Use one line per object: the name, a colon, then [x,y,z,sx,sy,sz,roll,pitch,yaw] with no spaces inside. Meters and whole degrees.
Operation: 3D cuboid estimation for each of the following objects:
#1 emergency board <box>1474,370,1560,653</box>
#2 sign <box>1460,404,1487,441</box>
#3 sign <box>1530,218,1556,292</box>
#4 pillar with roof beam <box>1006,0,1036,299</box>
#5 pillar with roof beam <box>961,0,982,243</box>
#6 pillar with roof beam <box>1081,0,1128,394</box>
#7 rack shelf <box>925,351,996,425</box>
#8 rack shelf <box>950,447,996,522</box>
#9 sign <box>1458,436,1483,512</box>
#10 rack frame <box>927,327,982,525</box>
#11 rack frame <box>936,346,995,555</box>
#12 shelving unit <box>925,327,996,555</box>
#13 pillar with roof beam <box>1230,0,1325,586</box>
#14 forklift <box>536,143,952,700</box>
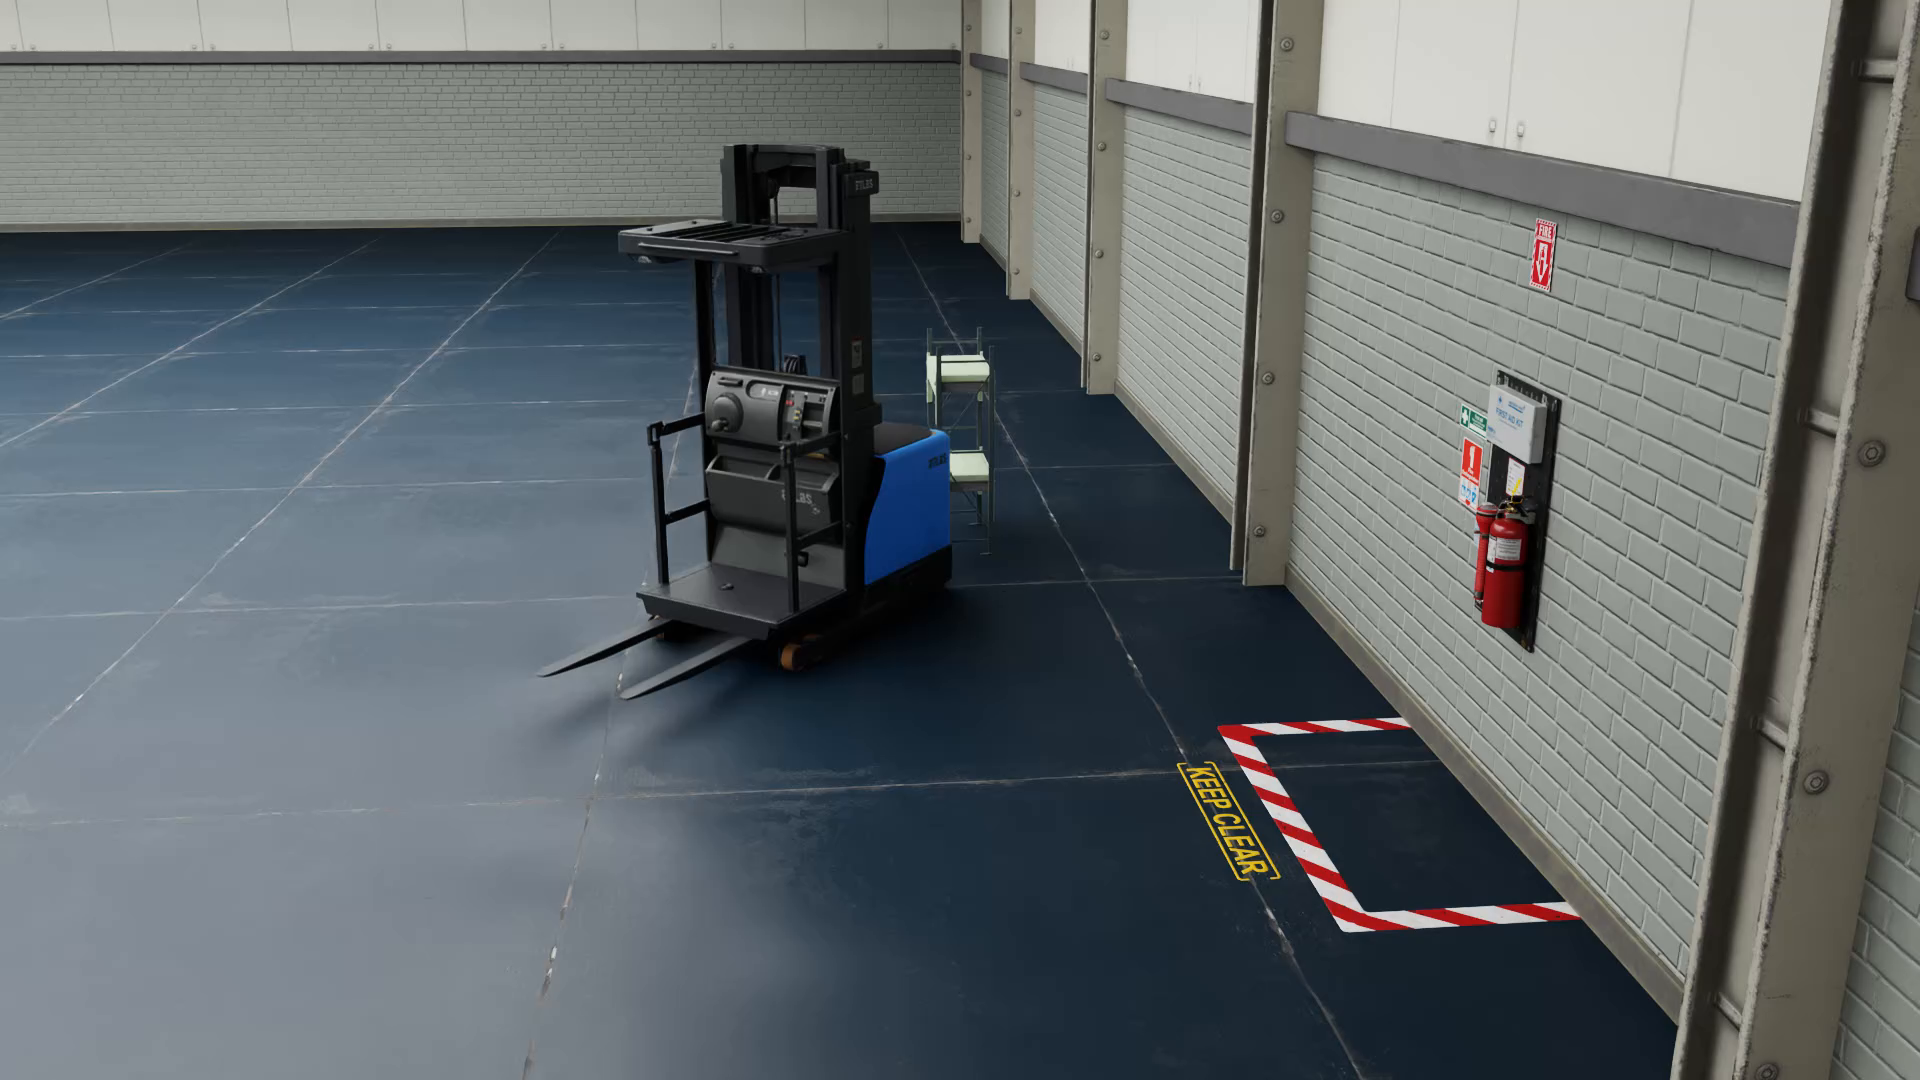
emergency board: [2.451,-0.136,7.603,0.194,1.169,0.643,-2,18,-6]
sign: [2.488,-0.572,8.048,0.001,0.109,0.331,-2,18,-6]
sign: [2.549,-1.248,7.274,0.001,0.298,0.199,-2,18,-6]
pillar with roof beam: [-3.471,-7.491,21.014,9.100,9.000,0.400,-2,18,-6]
pillar with roof beam: [-4.089,-9.279,26.708,9.100,9.000,0.400,-2,18,-6]
pillar with roof beam: [-2.852,-5.703,15.320,9.100,9.000,0.400,-2,18,-6]
rack shelf: [-0.001,-1.090,11.842,0.431,0.370,0.720,-2,18,-6]
rack shelf: [-0.001,-0.407,12.056,0.431,0.370,0.720,-2,18,-6]
sign: [2.497,-0.321,8.133,0.001,0.329,0.234,-2,18,-6]
rack frame: [-0.038,-0.827,12.306,0.400,1.500,0.023,-2,18,-6]
rack frame: [0.037,-0.609,11.611,0.400,1.500,0.023,-2,18,-6]
shelving unit: [-0.001,-0.718,11.959,0.431,1.500,0.755,-2,18,-6]
pillar with roof beam: [-2.233,-3.916,9.626,9.100,9.000,0.400,-2,18,-6]
forklift: [-1.249,-0.785,9.786,1.130,2.935,3.031,10,20,30]
